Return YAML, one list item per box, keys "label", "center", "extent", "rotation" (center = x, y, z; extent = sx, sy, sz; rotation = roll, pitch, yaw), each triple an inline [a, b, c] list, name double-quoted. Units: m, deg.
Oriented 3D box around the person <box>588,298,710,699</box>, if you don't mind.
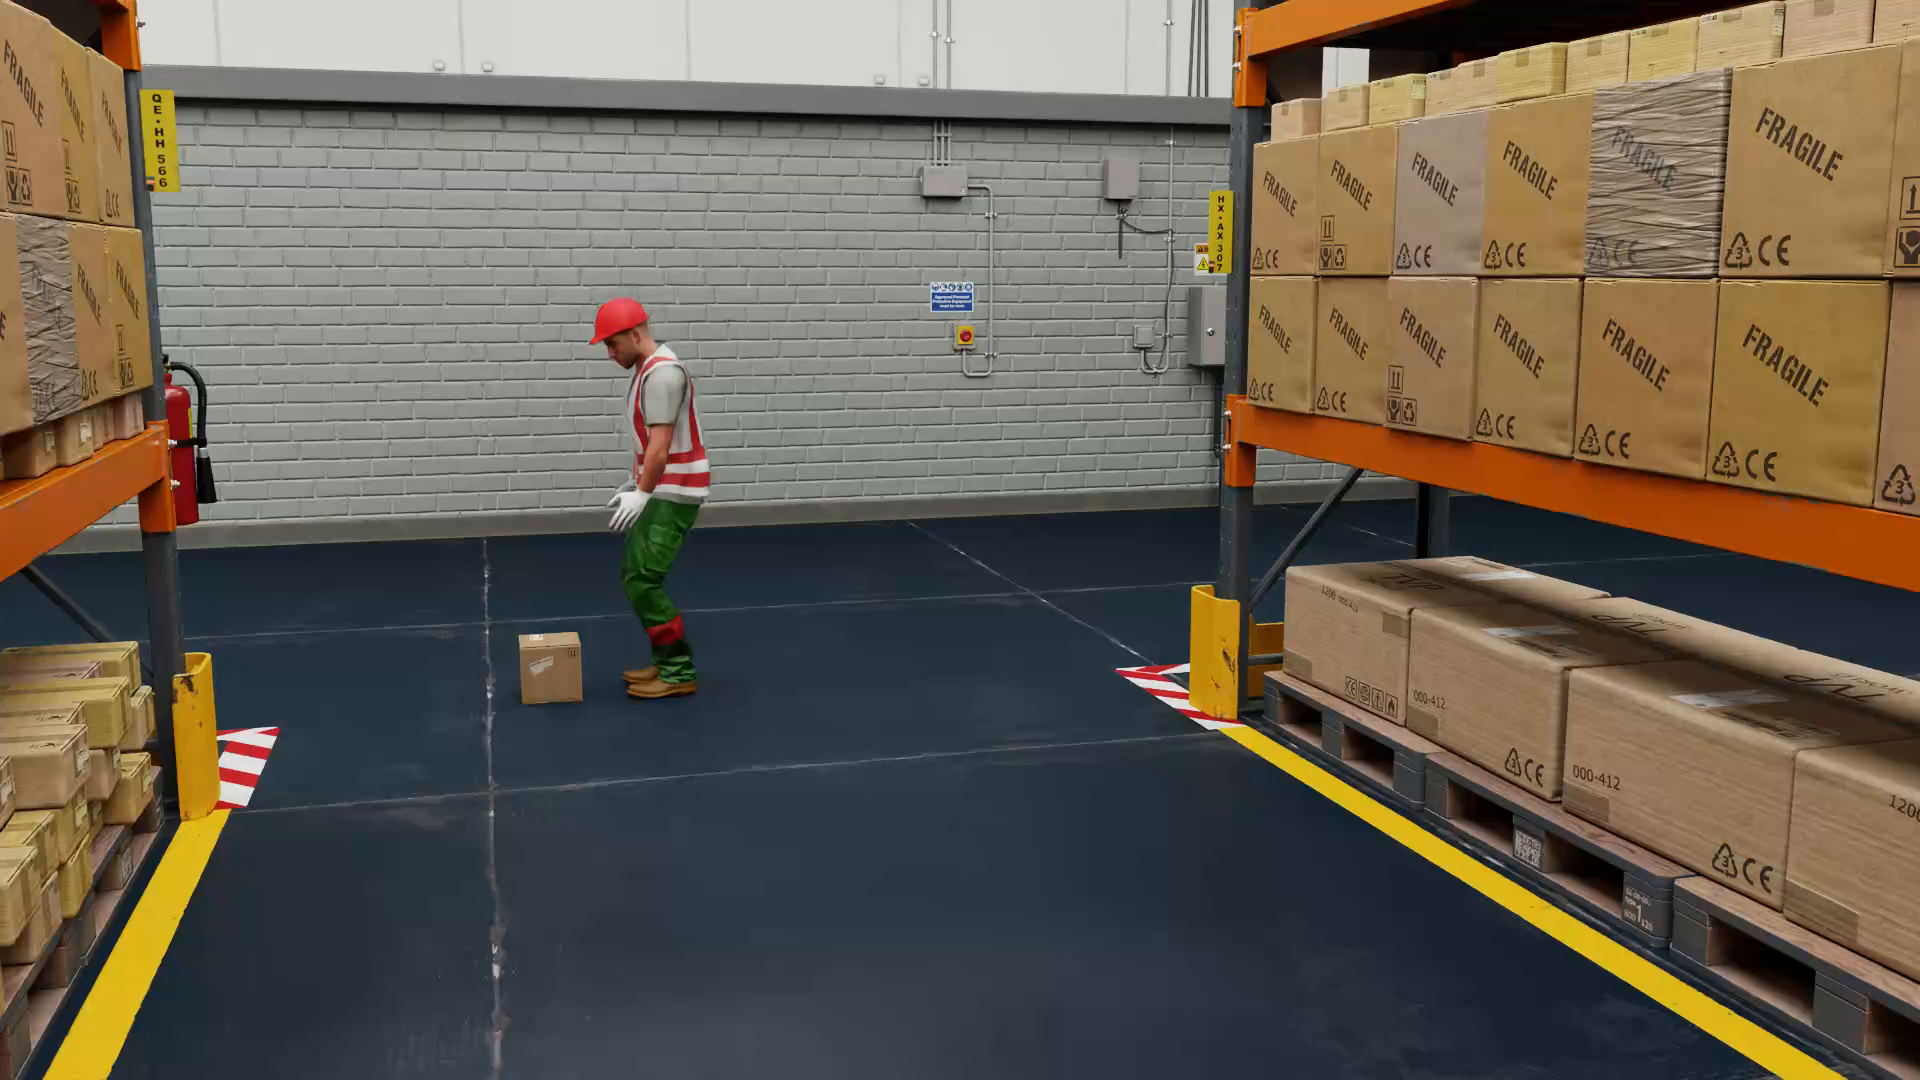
- label: "person"
  center: [-1.329, -0.182, 7.174]
  extent: [0.496, 1.712, 0.551]
  rotation: [-2, 9, -15]
